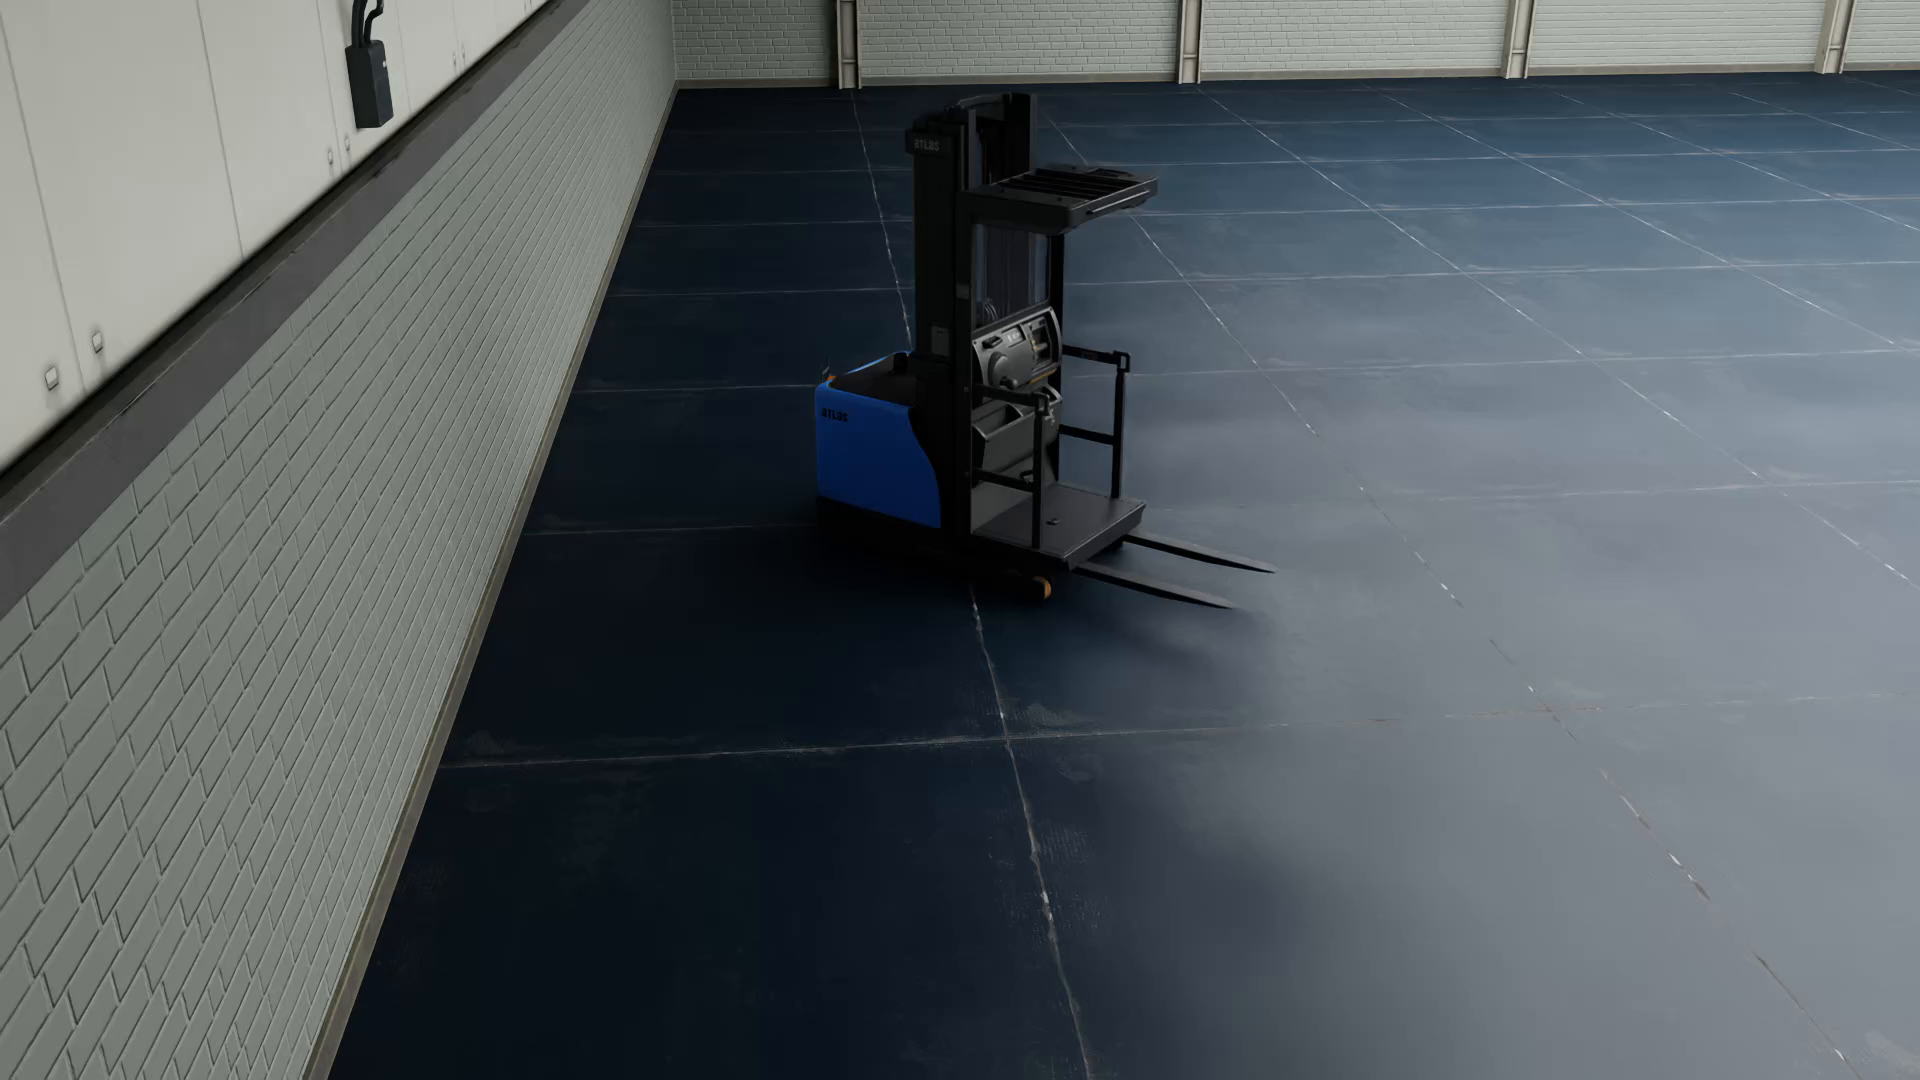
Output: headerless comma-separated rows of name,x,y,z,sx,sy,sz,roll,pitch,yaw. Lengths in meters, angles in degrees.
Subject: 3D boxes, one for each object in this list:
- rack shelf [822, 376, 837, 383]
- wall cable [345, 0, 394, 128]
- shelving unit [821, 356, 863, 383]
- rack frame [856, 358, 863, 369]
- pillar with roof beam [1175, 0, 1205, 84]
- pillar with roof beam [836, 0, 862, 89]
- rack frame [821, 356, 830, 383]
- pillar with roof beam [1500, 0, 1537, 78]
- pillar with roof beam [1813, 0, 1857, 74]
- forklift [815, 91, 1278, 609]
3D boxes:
rack shelf,-0.810,-0.994,11.522,0.240,0.259,0.215,4,24,9
wall cable,-2.808,-5.096,7.449,0.169,6.003,2.305,-2,24,-5
shelving unit,-0.810,-0.745,11.633,0.252,1.050,0.215,4,24,9
rack frame,-0.690,-0.736,11.613,0.008,1.050,0.200,4,24,9
pillar with roof beam,4.469,-10.519,23.837,0.400,9.000,9.100,-2,24,-5
pillar with roof beam,-1.502,-10.280,23.298,0.400,9.000,9.100,-2,24,-5
rack frame,-0.930,-0.754,11.653,0.008,1.050,0.200,4,24,9
pillar with roof beam,10.440,-10.759,24.376,0.400,9.000,9.100,-2,24,-5
pillar with roof beam,16.411,-10.998,24.915,0.400,9.000,9.100,-2,24,-5
forklift,0.534,-1.191,10.321,3.031,2.935,1.130,16,28,31
